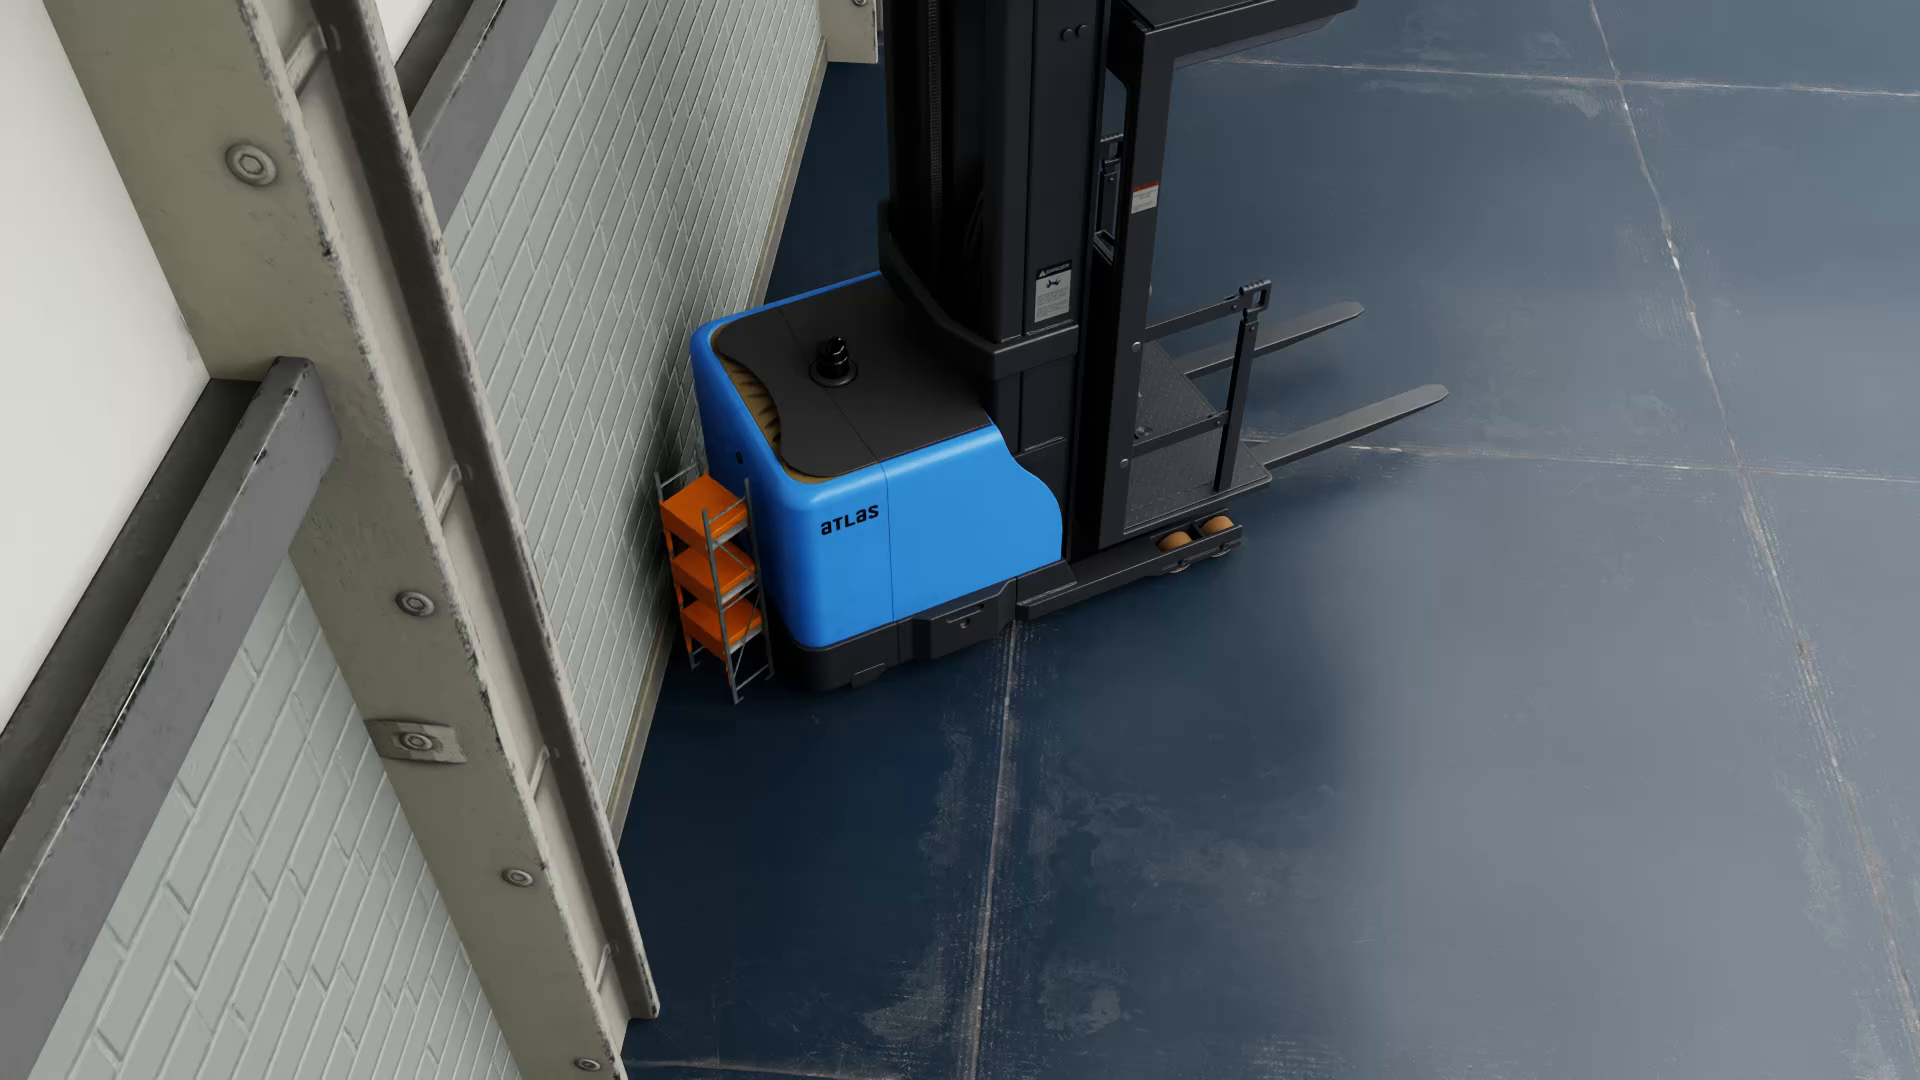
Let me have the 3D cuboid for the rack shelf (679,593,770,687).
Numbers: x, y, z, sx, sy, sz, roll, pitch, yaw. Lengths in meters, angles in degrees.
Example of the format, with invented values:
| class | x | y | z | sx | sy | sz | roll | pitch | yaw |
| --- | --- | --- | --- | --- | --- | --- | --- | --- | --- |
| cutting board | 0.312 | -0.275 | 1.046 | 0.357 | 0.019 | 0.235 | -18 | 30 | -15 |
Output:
| class | x | y | z | sx | sy | sz | roll | pitch | yaw |
| --- | --- | --- | --- | --- | --- | --- | --- | --- | --- |
| rack shelf | -0.861 | 0.337 | 6.121 | 0.240 | 0.259 | 0.215 | 35 | 56 | 27 |

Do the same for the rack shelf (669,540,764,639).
| class | x | y | z | sx | sy | sz | roll | pitch | yaw |
| --- | --- | --- | --- | --- | --- | --- | --- | --- | --- |
| rack shelf | -0.861 | 0.150 | 5.916 | 0.240 | 0.259 | 0.215 | 35 | 56 | 27 |

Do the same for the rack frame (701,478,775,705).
| class | x | y | z | sx | sy | sz | roll | pitch | yaw |
| --- | --- | --- | --- | --- | --- | --- | --- | --- | --- |
| rack frame | -0.772 | 0.204 | 5.852 | 0.008 | 1.050 | 0.200 | 35 | 56 | 27 |

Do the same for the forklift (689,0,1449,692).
| class | x | y | z | sx | sy | sz | roll | pitch | yaw |
| --- | --- | --- | --- | --- | --- | --- | --- | --- | --- |
| forklift | 0.562 | -1.192 | 5.854 | 3.031 | 2.935 | 1.130 | -20 | 51 | -17 |

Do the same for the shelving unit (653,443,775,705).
| class | x | y | z | sx | sy | sz | roll | pitch | yaw |
| --- | --- | --- | --- | --- | --- | --- | --- | --- | --- |
| shelving unit | -0.861 | 0.142 | 5.908 | 0.252 | 1.050 | 0.215 | 35 | 56 | 27 |

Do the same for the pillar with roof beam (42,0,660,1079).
| class | x | y | z | sx | sy | sz | roll | pitch | yaw |
| --- | --- | --- | --- | --- | --- | --- | --- | --- | --- |
| pillar with roof beam | 3.146 | -1.116 | 1.672 | 9.100 | 9.000 | 0.400 | 4 | 48 | 4 |

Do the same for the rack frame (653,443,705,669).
| class | x | y | z | sx | sy | sz | roll | pitch | yaw |
| --- | --- | --- | --- | --- | --- | --- | --- | --- | --- |
| rack frame | -0.950 | 0.081 | 5.964 | 0.008 | 1.050 | 0.200 | 35 | 56 | 27 |

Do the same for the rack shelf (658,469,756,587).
| class | x | y | z | sx | sy | sz | roll | pitch | yaw |
| --- | --- | --- | --- | --- | --- | --- | --- | --- | --- |
| rack shelf | -0.861 | -0.042 | 5.707 | 0.240 | 0.259 | 0.215 | 35 | 56 | 27 |

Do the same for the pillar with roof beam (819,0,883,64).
| class | x | y | z | sx | sy | sz | roll | pitch | yaw |
| --- | --- | --- | --- | --- | --- | --- | --- | --- | --- |
| pillar with roof beam | 3.693 | -5.525 | 5.705 | 9.100 | 9.000 | 0.400 | 4 | 48 | 4 |
